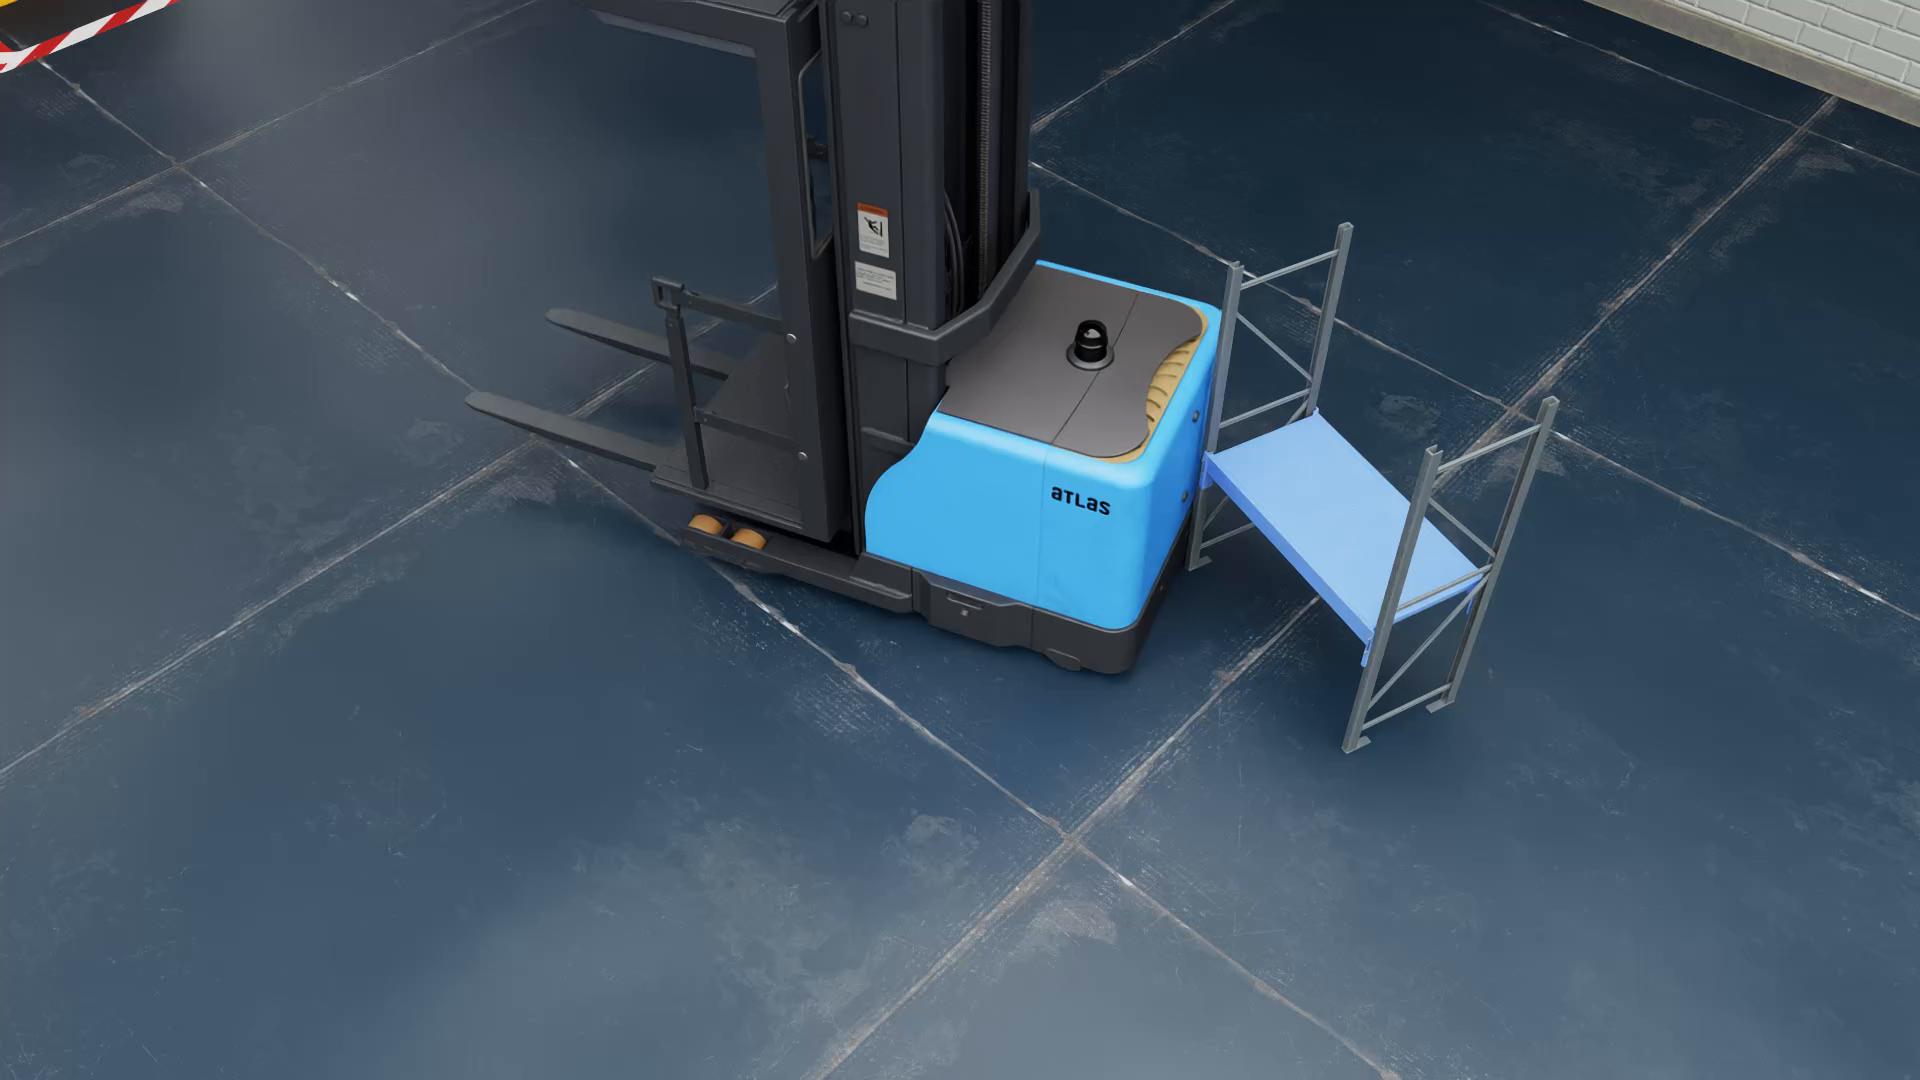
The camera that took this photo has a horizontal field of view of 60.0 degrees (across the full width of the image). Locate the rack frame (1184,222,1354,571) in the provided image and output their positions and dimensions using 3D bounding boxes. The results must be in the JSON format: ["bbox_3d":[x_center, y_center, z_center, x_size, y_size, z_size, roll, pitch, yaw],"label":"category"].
[{"bbox_3d":[1.124,-0.484,6.176,0.500,1.500,0.032,-22,50,-19],"label":"rack frame"}]

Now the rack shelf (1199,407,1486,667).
[{"bbox_3d":[1.367,-0.036,6.002,0.538,0.185,1.000,-22,50,-19],"label":"rack shelf"}]

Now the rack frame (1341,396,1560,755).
[{"bbox_3d":[1.611,0.166,5.565,0.500,1.500,0.032,-22,50,-19],"label":"rack frame"}]

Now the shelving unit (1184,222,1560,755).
[{"bbox_3d":[1.367,-0.159,5.871,0.538,1.500,1.048,-22,50,-19],"label":"shelving unit"}]

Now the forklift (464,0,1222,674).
[{"bbox_3d":[-0.566,-1.220,5.885,3.031,2.935,1.130,17,49,16],"label":"forklift"}]
